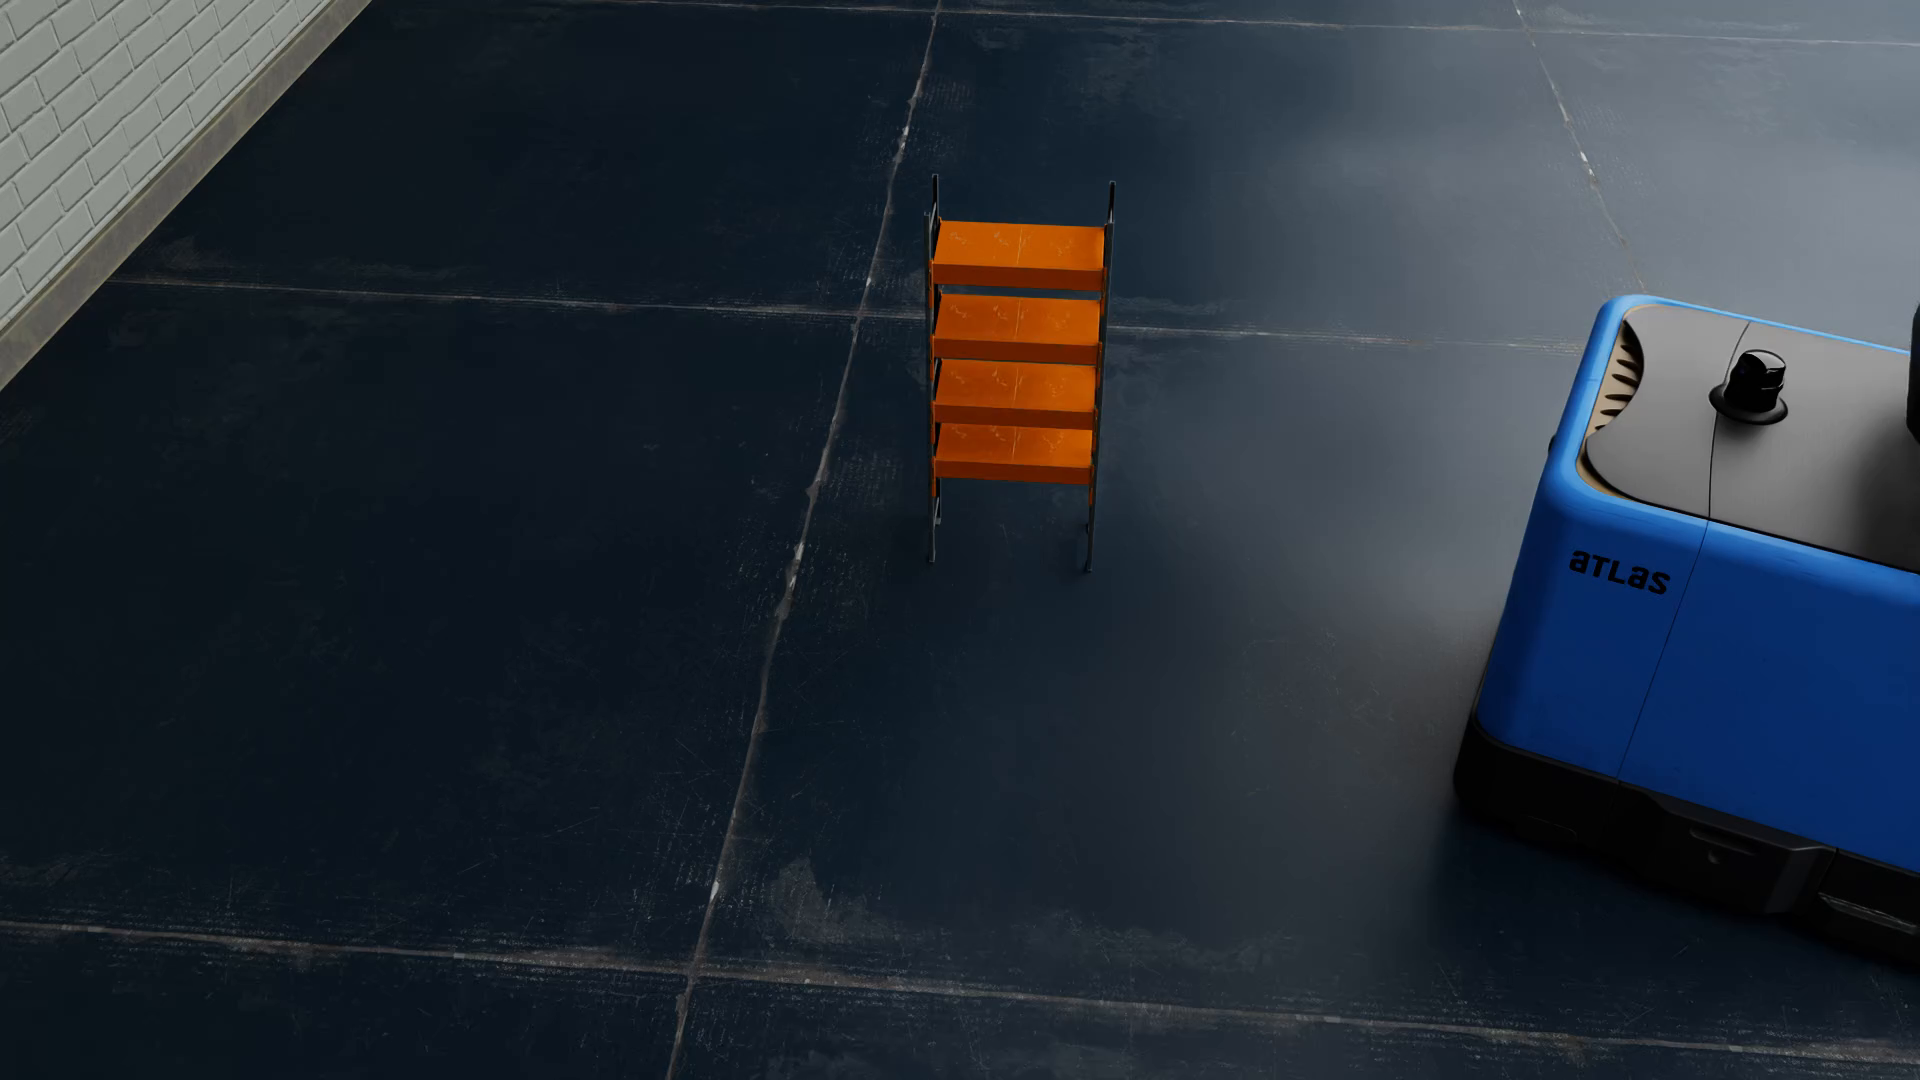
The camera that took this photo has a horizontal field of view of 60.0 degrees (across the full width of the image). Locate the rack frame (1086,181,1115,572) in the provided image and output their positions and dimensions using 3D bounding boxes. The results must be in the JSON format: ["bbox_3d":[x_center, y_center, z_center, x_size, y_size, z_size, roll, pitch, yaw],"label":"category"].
[{"bbox_3d":[0.408,-0.443,4.844,0.015,1.200,0.240,3,39,4],"label":"rack frame"}]

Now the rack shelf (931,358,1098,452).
[{"bbox_3d":[0.165,-0.404,4.903,0.480,0.148,0.258,3,39,4],"label":"rack shelf"}]

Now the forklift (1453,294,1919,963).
[{"bbox_3d":[2.849,-0.292,3.287,3.031,2.935,1.130,17,42,20],"label":"forklift"}]

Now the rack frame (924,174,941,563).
[{"bbox_3d":[-0.078,-0.470,4.876,0.015,1.200,0.240,3,39,4],"label":"rack frame"}]

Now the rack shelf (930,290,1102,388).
[{"bbox_3d":[0.165,-0.578,4.761,0.480,0.148,0.258,3,39,4],"label":"rack shelf"}]

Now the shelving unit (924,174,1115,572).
[{"bbox_3d":[0.165,-0.456,4.860,0.503,1.200,0.258,3,39,4],"label":"shelving unit"}]

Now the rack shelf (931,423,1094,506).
[{"bbox_3d":[0.165,-0.250,5.028,0.480,0.148,0.258,3,39,4],"label":"rack shelf"}]

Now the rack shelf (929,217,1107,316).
[{"bbox_3d":[0.165,-0.761,4.612,0.480,0.148,0.258,3,39,4],"label":"rack shelf"}]
